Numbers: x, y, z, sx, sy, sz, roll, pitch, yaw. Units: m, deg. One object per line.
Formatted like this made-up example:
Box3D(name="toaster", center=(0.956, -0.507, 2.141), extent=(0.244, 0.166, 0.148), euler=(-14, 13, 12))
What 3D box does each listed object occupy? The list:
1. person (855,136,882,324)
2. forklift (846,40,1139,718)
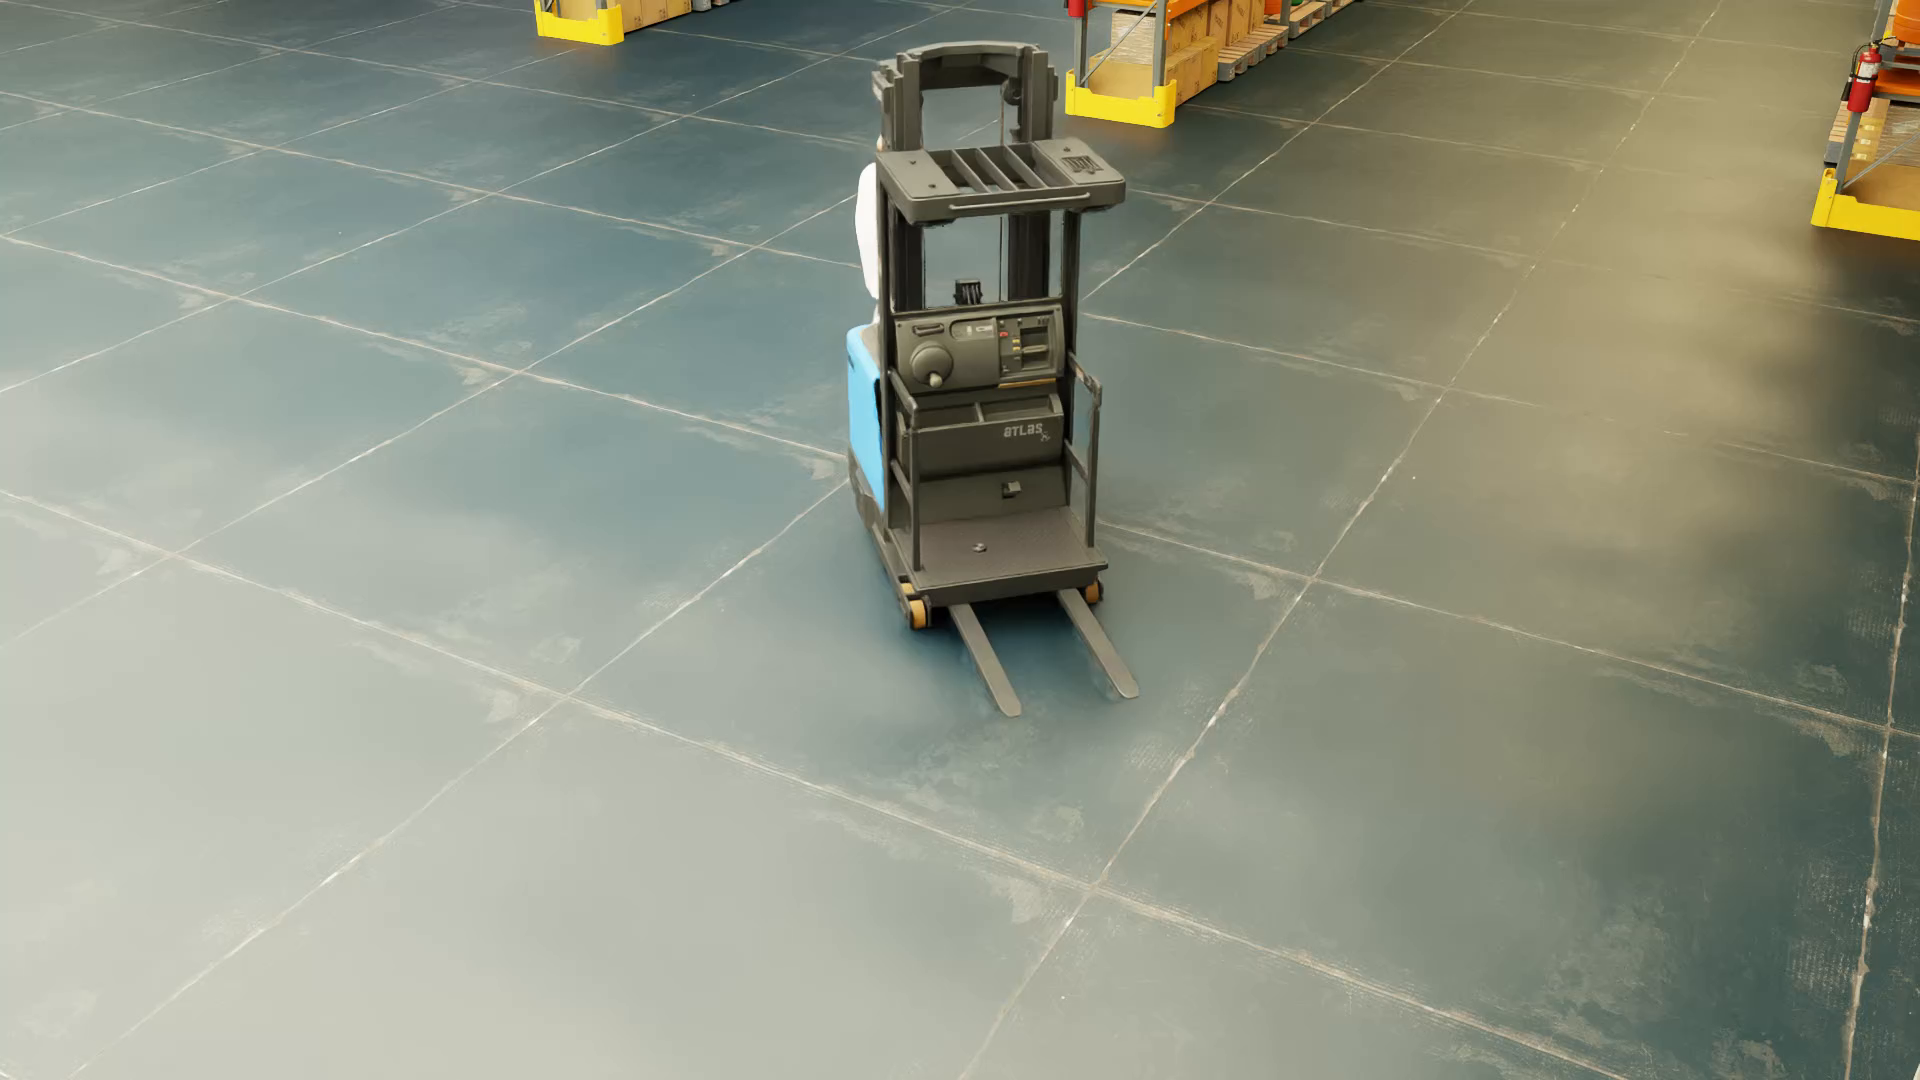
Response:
Box3D(name="person", center=(-0.502, -1.983, 11.665), extent=(0.430, 1.772, 0.647), euler=(-8, 31, -14))
Box3D(name="forklift", center=(0.169, -0.991, 8.788), extent=(1.130, 2.935, 3.031), euler=(-8, 31, -13))
